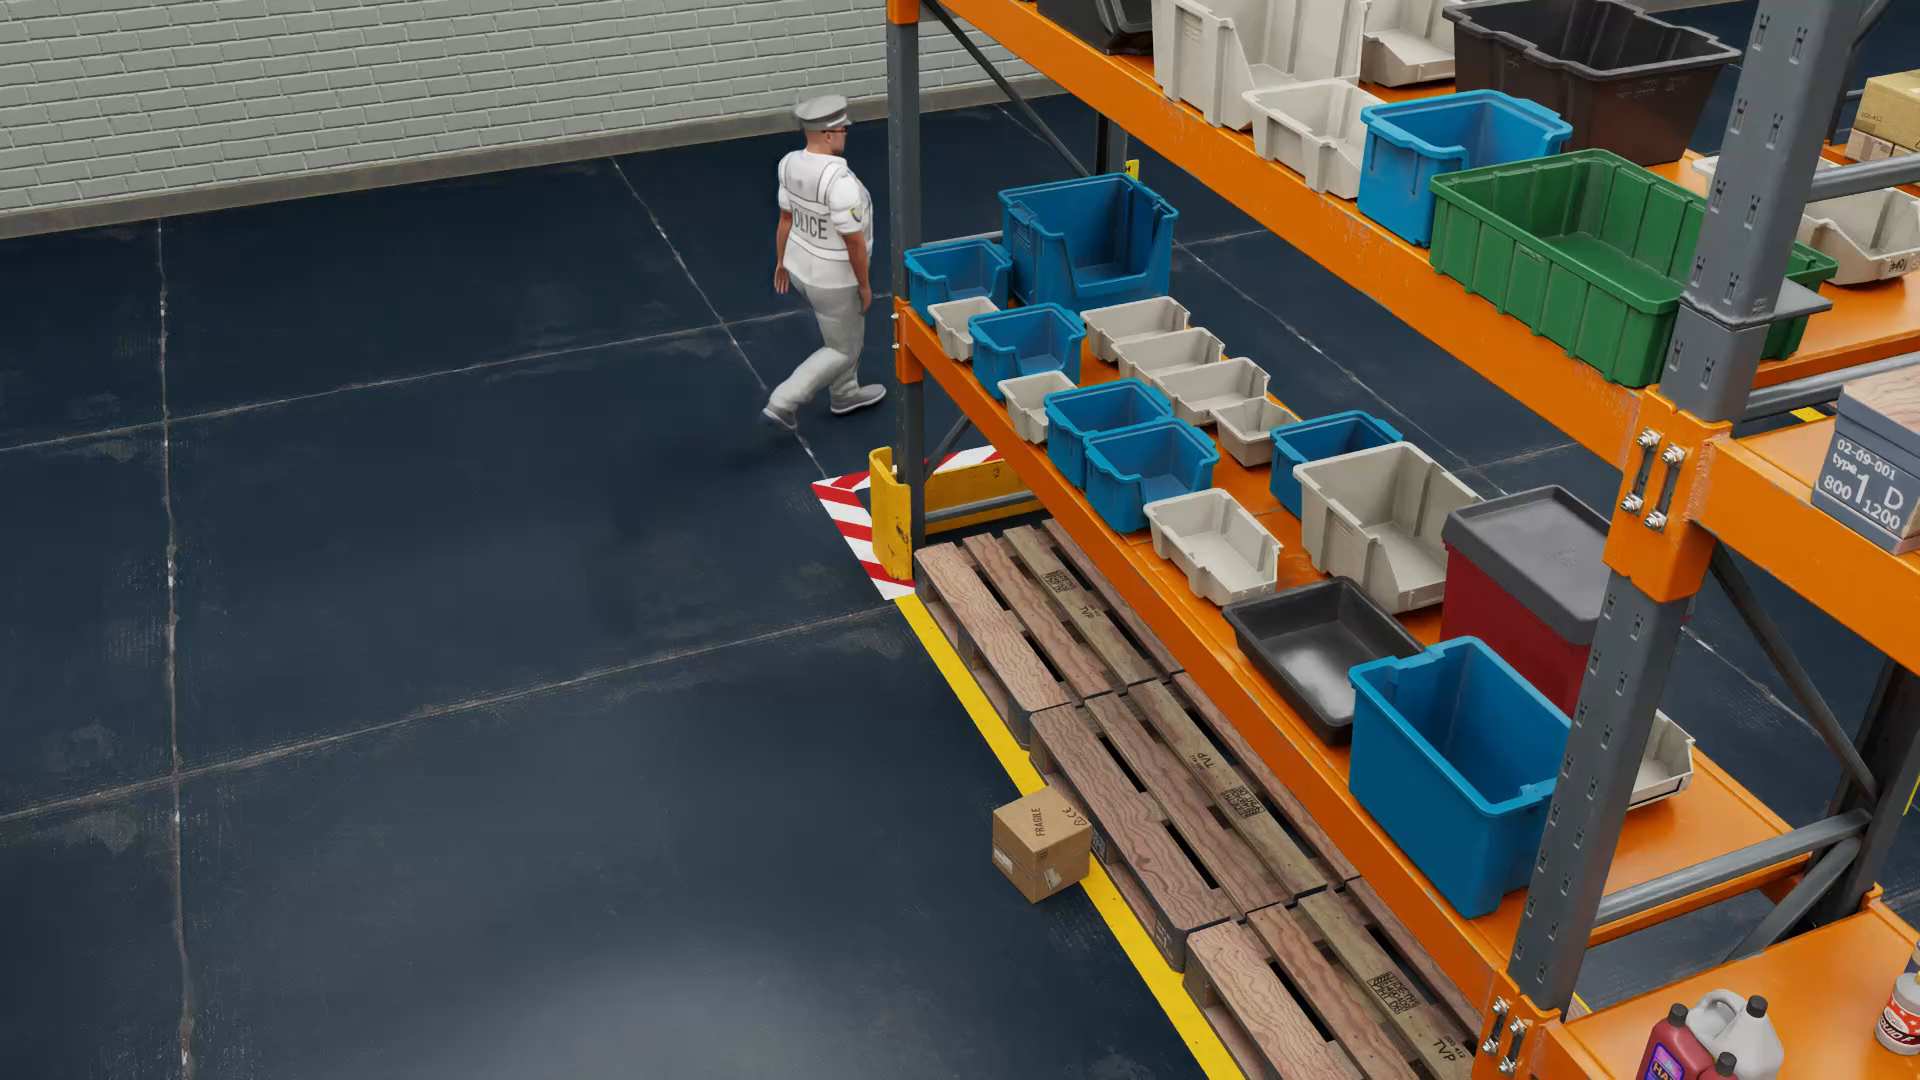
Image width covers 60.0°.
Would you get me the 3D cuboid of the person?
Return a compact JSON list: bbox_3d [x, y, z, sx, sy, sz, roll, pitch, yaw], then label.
[{"bbox_3d":[-0.683,-1.310,8.122,0.821,1.720,0.594,-19,38,-27],"label":"person"}]
